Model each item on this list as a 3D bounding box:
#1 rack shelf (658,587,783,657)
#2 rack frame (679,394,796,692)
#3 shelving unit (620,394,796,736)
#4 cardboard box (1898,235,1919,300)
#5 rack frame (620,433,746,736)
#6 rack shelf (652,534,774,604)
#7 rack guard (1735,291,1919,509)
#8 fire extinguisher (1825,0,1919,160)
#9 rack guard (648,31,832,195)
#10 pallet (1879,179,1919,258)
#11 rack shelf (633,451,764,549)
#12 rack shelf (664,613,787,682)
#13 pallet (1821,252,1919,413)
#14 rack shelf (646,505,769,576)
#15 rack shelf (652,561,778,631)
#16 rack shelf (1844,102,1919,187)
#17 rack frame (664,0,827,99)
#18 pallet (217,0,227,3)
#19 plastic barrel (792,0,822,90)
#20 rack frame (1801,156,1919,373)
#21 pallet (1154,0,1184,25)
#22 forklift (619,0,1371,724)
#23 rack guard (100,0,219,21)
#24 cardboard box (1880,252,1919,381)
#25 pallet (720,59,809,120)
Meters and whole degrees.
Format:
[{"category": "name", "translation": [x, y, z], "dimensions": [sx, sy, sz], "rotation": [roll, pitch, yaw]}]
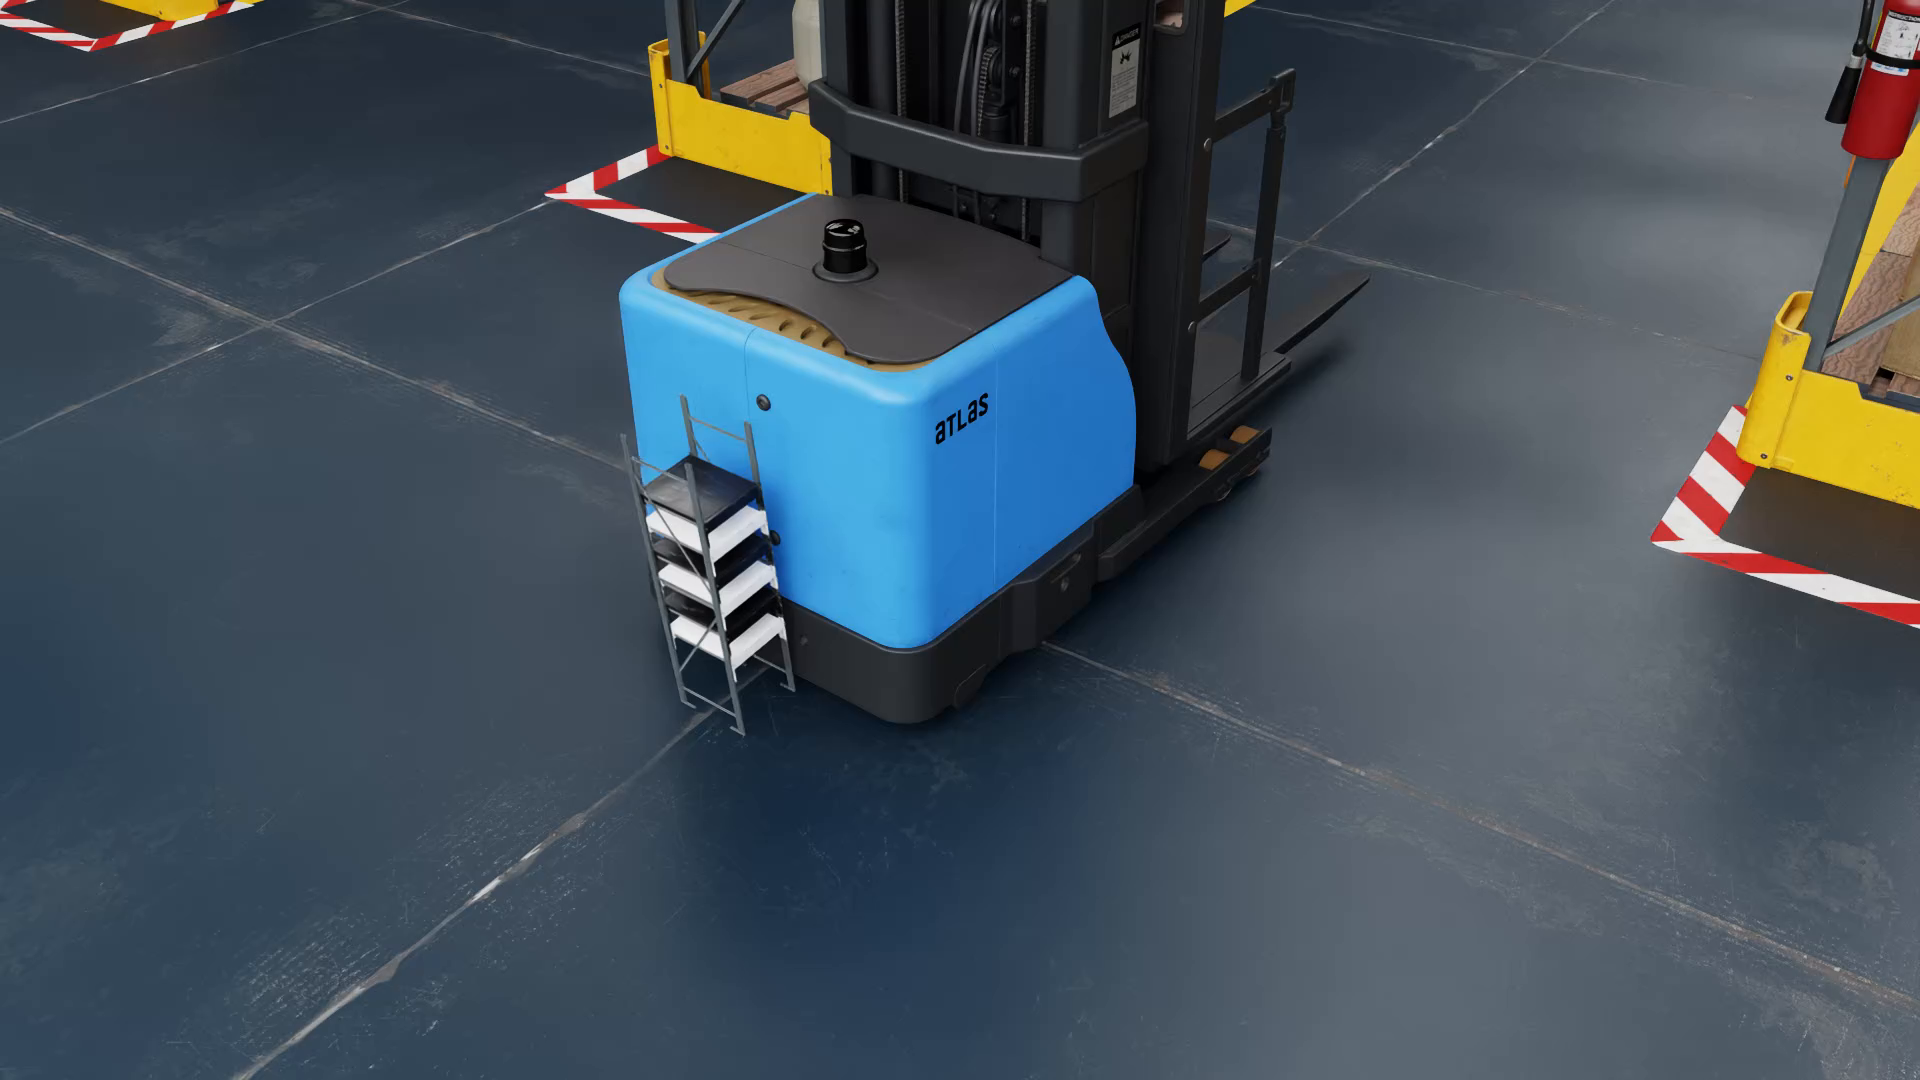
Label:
[{"category": "rack shelf", "translation": [-0.631, 0.177, 4.388], "dimensions": [0.258, 0.077, 0.200], "rotation": [23, 46, 30]}, {"category": "rack frame", "translation": [-0.577, 0.028, 4.373], "dimensions": [0.240, 0.900, 0.006], "rotation": [23, 46, 30]}, {"category": "shelving unit", "translation": [-0.639, 0.081, 4.312], "dimensions": [0.258, 0.900, 0.210], "rotation": [23, 46, 30]}, {"category": "cardboard box", "translation": [3.845, -1.087, 6.036], "dimensions": [0.500, 0.500, 0.500], "rotation": [-25, 41, -32]}, {"category": "rack frame", "translation": [-0.700, 0.135, 4.251], "dimensions": [0.240, 0.900, 0.006], "rotation": [23, 46, 30]}, {"category": "rack shelf", "translation": [-0.642, 0.037, 4.276], "dimensions": [0.258, 0.077, 0.200], "rotation": [23, 46, 30]}, {"category": "rack guard", "translation": [3.206, -0.380, 5.365], "dimensions": [1.175, 0.500, 0.348], "rotation": [21, 39, 28]}, {"category": "fire extinguisher", "translation": [2.718, -1.443, 4.775], "dimensions": [0.296, 0.674, 0.183], "rotation": [21, 39, 28]}, {"category": "rack guard", "translation": [-0.902, -1.977, 7.727], "dimensions": [1.175, 0.500, 0.348], "rotation": [21, 39, 28]}, {"category": "pallet", "translation": [4.394, -1.182, 6.809], "dimensions": [1.003, 0.211, 1.213], "rotation": [21, 39, 28]}, {"category": "rack shelf", "translation": [-0.653, -0.103, 4.164], "dimensions": [0.258, 0.077, 0.200], "rotation": [23, 46, 30]}, {"category": "rack shelf", "translation": [-0.626, 0.247, 4.445], "dimensions": [0.258, 0.077, 0.200], "rotation": [23, 46, 30]}, {"category": "pallet", "translation": [3.698, -0.623, 5.982], "dimensions": [1.003, 0.211, 1.213], "rotation": [21, 39, 28]}, {"category": "rack shelf", "translation": [-0.648, -0.033, 4.220], "dimensions": [0.258, 0.077, 0.200], "rotation": [23, 46, 30]}, {"category": "rack shelf", "translation": [-0.637, 0.107, 4.332], "dimensions": [0.258, 0.077, 0.200], "rotation": [23, 46, 30]}, {"category": "rack shelf", "translation": [4.303, -2.003, 6.176], "dimensions": [1.077, 0.370, 4.000], "rotation": [21, 39, 28]}, {"category": "rack frame", "translation": [-0.907, -2.962, 6.953], "dimensions": [1.000, 3.000, 0.127], "rotation": [21, 39, 28]}, {"category": "pallet", "translation": [-4.572, -3.756, 10.616], "dimensions": [1.003, 0.211, 1.213], "rotation": [21, 39, 28]}, {"category": "plastic barrel", "translation": [-0.594, -2.433, 8.016], "dimensions": [0.421, 0.512, 0.421], "rotation": [0, 34, 0]}, {"category": "rack frame", "translation": [3.162, -1.380, 4.613], "dimensions": [1.000, 3.000, 0.127], "rotation": [21, 39, 28]}, {"category": "pallet", "translation": [0.957, -3.352, 10.019], "dimensions": [1.003, 0.211, 1.213], "rotation": [21, 39, 28]}, {"category": "forklift", "translation": [0.385, -1.494, 4.843], "dimensions": [1.130, 2.935, 3.031], "rotation": [23, 40, 30]}, {"category": "rack guard", "translation": [-4.987, -3.500, 9.979], "dimensions": [1.175, 0.500, 0.348], "rotation": [21, 39, 28]}, {"category": "cardboard box", "translation": [3.532, -0.801, 5.613], "dimensions": [0.500, 0.500, 0.500], "rotation": [-29, 43, -35]}, {"category": "pallet", "translation": [-0.434, -2.229, 8.358], "dimensions": [1.003, 0.211, 1.213], "rotation": [21, 39, 28]}]
